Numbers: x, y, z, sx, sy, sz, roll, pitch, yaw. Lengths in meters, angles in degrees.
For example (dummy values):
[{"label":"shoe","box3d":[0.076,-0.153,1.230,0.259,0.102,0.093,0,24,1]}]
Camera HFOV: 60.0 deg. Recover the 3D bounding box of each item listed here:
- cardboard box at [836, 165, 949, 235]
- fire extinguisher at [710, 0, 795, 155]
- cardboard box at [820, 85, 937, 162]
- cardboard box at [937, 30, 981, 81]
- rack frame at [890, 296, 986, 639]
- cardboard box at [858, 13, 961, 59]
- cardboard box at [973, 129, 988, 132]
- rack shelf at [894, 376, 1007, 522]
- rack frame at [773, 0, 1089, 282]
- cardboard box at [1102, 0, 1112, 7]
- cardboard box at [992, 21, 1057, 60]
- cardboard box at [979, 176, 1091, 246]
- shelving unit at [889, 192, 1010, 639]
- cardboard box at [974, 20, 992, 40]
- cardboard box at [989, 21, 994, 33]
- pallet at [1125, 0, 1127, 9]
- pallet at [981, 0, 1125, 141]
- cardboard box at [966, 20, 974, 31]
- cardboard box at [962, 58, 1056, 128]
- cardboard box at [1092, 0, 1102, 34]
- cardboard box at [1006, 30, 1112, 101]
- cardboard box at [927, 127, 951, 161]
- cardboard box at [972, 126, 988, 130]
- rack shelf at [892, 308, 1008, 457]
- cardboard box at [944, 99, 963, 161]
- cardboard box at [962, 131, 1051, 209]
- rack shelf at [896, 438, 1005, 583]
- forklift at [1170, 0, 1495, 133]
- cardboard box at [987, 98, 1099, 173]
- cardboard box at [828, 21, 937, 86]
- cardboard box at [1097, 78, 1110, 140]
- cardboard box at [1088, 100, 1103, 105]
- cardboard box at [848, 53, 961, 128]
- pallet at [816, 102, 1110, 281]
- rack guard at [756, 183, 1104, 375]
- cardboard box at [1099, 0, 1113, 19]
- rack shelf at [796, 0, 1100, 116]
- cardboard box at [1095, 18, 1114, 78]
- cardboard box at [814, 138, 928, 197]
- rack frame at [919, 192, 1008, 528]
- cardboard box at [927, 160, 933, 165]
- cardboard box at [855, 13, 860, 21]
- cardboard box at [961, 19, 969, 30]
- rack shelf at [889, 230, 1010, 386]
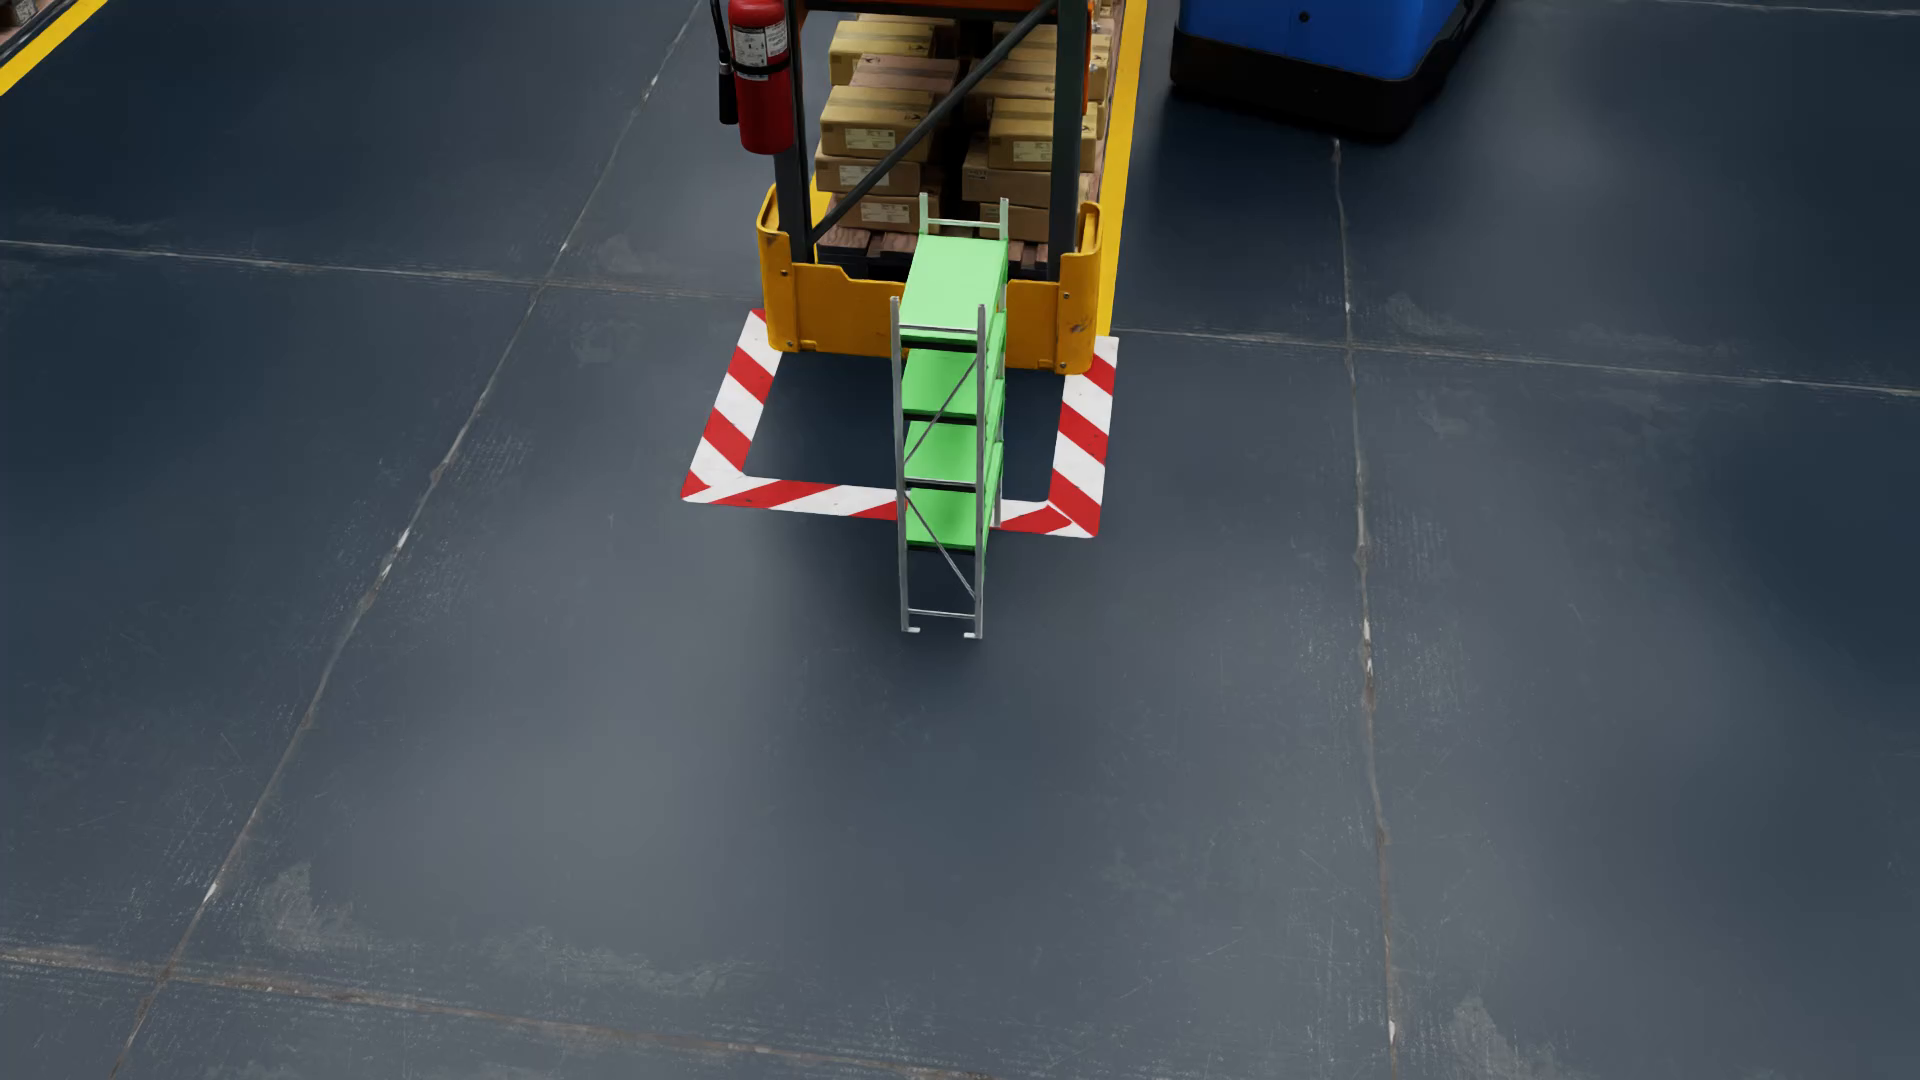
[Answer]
[{"label":"cardboard box","box3d":[-0.247,-1.278,6.186,0.380,0.149,0.250,6,44,6]},{"label":"fire extinguisher","box3d":[-0.600,-1.490,4.969,0.296,0.674,0.183,5,44,6]},{"label":"cardboard box","box3d":[-0.291,-1.500,5.988,0.380,0.149,0.250,6,44,6]},{"label":"cardboard box","box3d":[-0.118,-1.922,6.650,0.380,0.149,0.250,5,44,5]},{"label":"rack frame","box3d":[-0.054,-0.156,4.543,0.240,1.200,0.015,5,44,6]},{"label":"cardboard box","box3d":[-0.195,-2.025,6.542,0.380,0.149,0.250,4,44,4]},{"label":"cardboard box","box3d":[0.257,-1.584,6.509,0.380,0.149,0.250,6,44,6]},{"label":"rack shelf","box3d":[-0.022,-0.276,4.762,0.258,0.148,0.480,5,44,6]},{"label":"rack frame","box3d":[-0.109,-1.783,4.951,1.000,3.000,0.127,5,44,6]},{"label":"cardboard box","box3d":[0.451,-2.341,6.876,0.380,0.149,0.250,6,44,6]},{"label":"cardboard box","box3d":[0.325,-1.978,6.493,0.380,0.149,0.250,3,44,3]},{"label":"cardboard box","box3d":[0.277,-1.228,6.134,0.380,0.149,0.250,6,44,6]},{"label":"shelving unit","box3d":[-0.022,-0.323,4.718,0.258,1.200,0.503,5,44,6]},{"label":"cardboard box","box3d":[-0.038,-2.333,7.301,0.380,0.149,0.250,6,44,7]},{"label":"cardboard box","box3d":[0.328,-2.241,6.987,0.380,0.149,0.250,7,44,8]},{"label":"pallet","box3d":[0.366,-3.036,8.302,1.003,0.211,1.213,5,44,6]},{"label":"pallet","box3d":[0.207,-2.202,7.422,1.003,0.211,1.213,5,44,6]},{"label":"cardboard box","box3d":[-0.145,-2.168,7.126,0.380,0.149,0.250,6,44,6]},{"label":"cardboard box","box3d":[0.214,-1.641,6.137,0.380,0.149,0.250,6,44,6]},{"label":"cardboard box","box3d":[0.371,-2.166,6.691,0.380,0.149,0.250,7,44,7]},{"label":"cardboard box","box3d":[0.374,-1.801,6.306,0.380,0.149,0.250,5,44,5]},{"label":"cardboard box","box3d":[-0.235,-1.567,6.275,0.380,0.149,0.250,4,44,5]},{"label":"cardboard box","box3d":[0.251,-1.698,6.414,0.380,0.149,0.250,6,44,6]},{"label":"rack shelf","box3d":[-0.022,-0.451,4.597,0.258,0.148,0.480,5,44,6]},{"label":"cardboard box","box3d":[-0.193,-1.635,6.563,0.380,0.149,0.250,5,44,5]},{"label":"cardboard box","box3d":[0.214,-1.342,6.037,0.380,0.149,0.250,7,44,7]},{"label":"rack shelf","box3d":[-0.022,-0.102,4.927,0.258,0.148,0.480,5,44,6]},{"label":"forklift","box3d":[2.048,-3.771,7.101,1.130,2.935,3.031,20,47,20]},{"label":"cardboard box","box3d":[0.297,-1.442,5.927,0.380,0.149,0.250,3,44,4]},{"label":"cardboard box","box3d":[-0.292,-1.854,6.362,0.380,0.149,0.250,4,44,5]},{"label":"cardboard box","box3d":[0.399,-1.748,6.683,0.380,0.149,0.250,6,44,6]},{"label":"cardboard box","box3d":[0.393,-1.863,6.588,0.380,0.149,0.250,7,44,7]},{"label":"cardboard box","box3d":[-0.201,-1.666,6.163,0.380,0.149,0.250,6,44,6]},{"label":"pallet","box3d":[0.043,-1.373,6.546,1.003,0.211,1.213,5,44,6]},{"label":"rack guard","box3d":[-0.099,-0.927,5.865,1.175,0.500,0.348,5,44,6]},{"label":"cardboard box","box3d":[0.468,-2.284,7.248,0.380,0.149,0.250,5,44,6]},{"label":"rack shelf","box3d":[0.155,-2.885,6.638,1.077,0.370,4.000,5,44,6]},{"label":"cardboard box","box3d":[0.457,-2.093,7.046,0.380,0.149,0.250,3,44,3]},{"label":"cardboard box","box3d":[-0.323,-1.394,6.092,0.380,0.149,0.250,4,44,4]},{"label":"rack frame","box3d":[0.010,-0.489,4.894,0.240,1.200,0.015,5,44,6]},{"label":"cardboard box","box3d":[-0.313,-1.462,6.381,0.380,0.149,0.250,6,44,7]},{"label":"cardboard box","box3d":[-0.215,-2.213,6.741,0.380,0.149,0.250,7,44,7]},{"label":"cardboard box","box3d":[-0.148,-2.275,7.023,0.380,0.149,0.250,7,44,8]},{"label":"rack shelf","box3d":[-0.022,-0.625,4.432,0.258,0.148,0.480,5,44,6]}]
